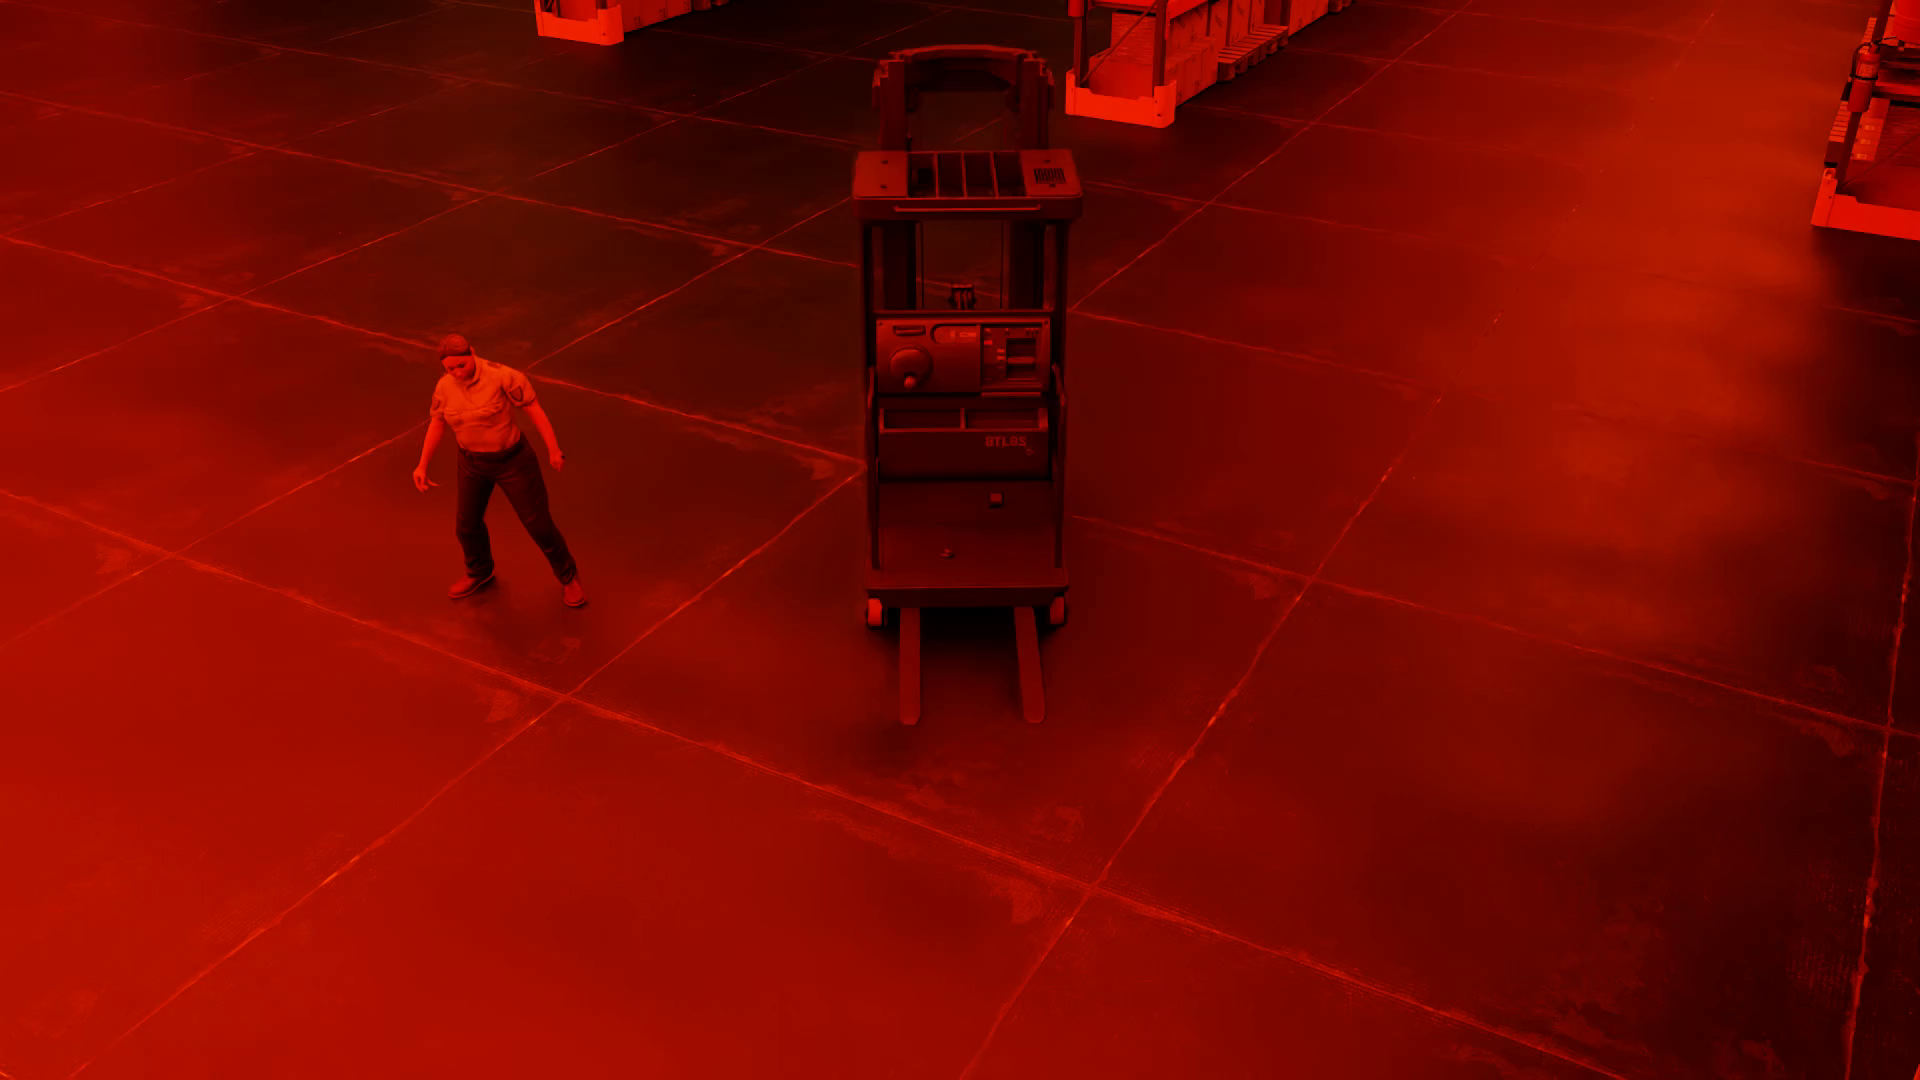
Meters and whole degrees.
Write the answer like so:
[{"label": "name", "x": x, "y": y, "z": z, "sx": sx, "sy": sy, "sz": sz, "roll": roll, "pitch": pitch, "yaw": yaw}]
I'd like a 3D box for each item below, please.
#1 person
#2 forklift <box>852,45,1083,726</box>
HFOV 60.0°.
[{"label": "person", "x": -2.532, "y": -0.401, "z": 9.105, "sx": 0.867, "sy": 1.607, "sz": 0.353, "roll": 4, "pitch": 30, "yaw": 7}, {"label": "forklift", "x": 0.027, "y": -0.946, "z": 8.711, "sx": 1.130, "sy": 2.935, "sz": 3.031, "roll": -1, "pitch": 30, "yaw": -1}]
